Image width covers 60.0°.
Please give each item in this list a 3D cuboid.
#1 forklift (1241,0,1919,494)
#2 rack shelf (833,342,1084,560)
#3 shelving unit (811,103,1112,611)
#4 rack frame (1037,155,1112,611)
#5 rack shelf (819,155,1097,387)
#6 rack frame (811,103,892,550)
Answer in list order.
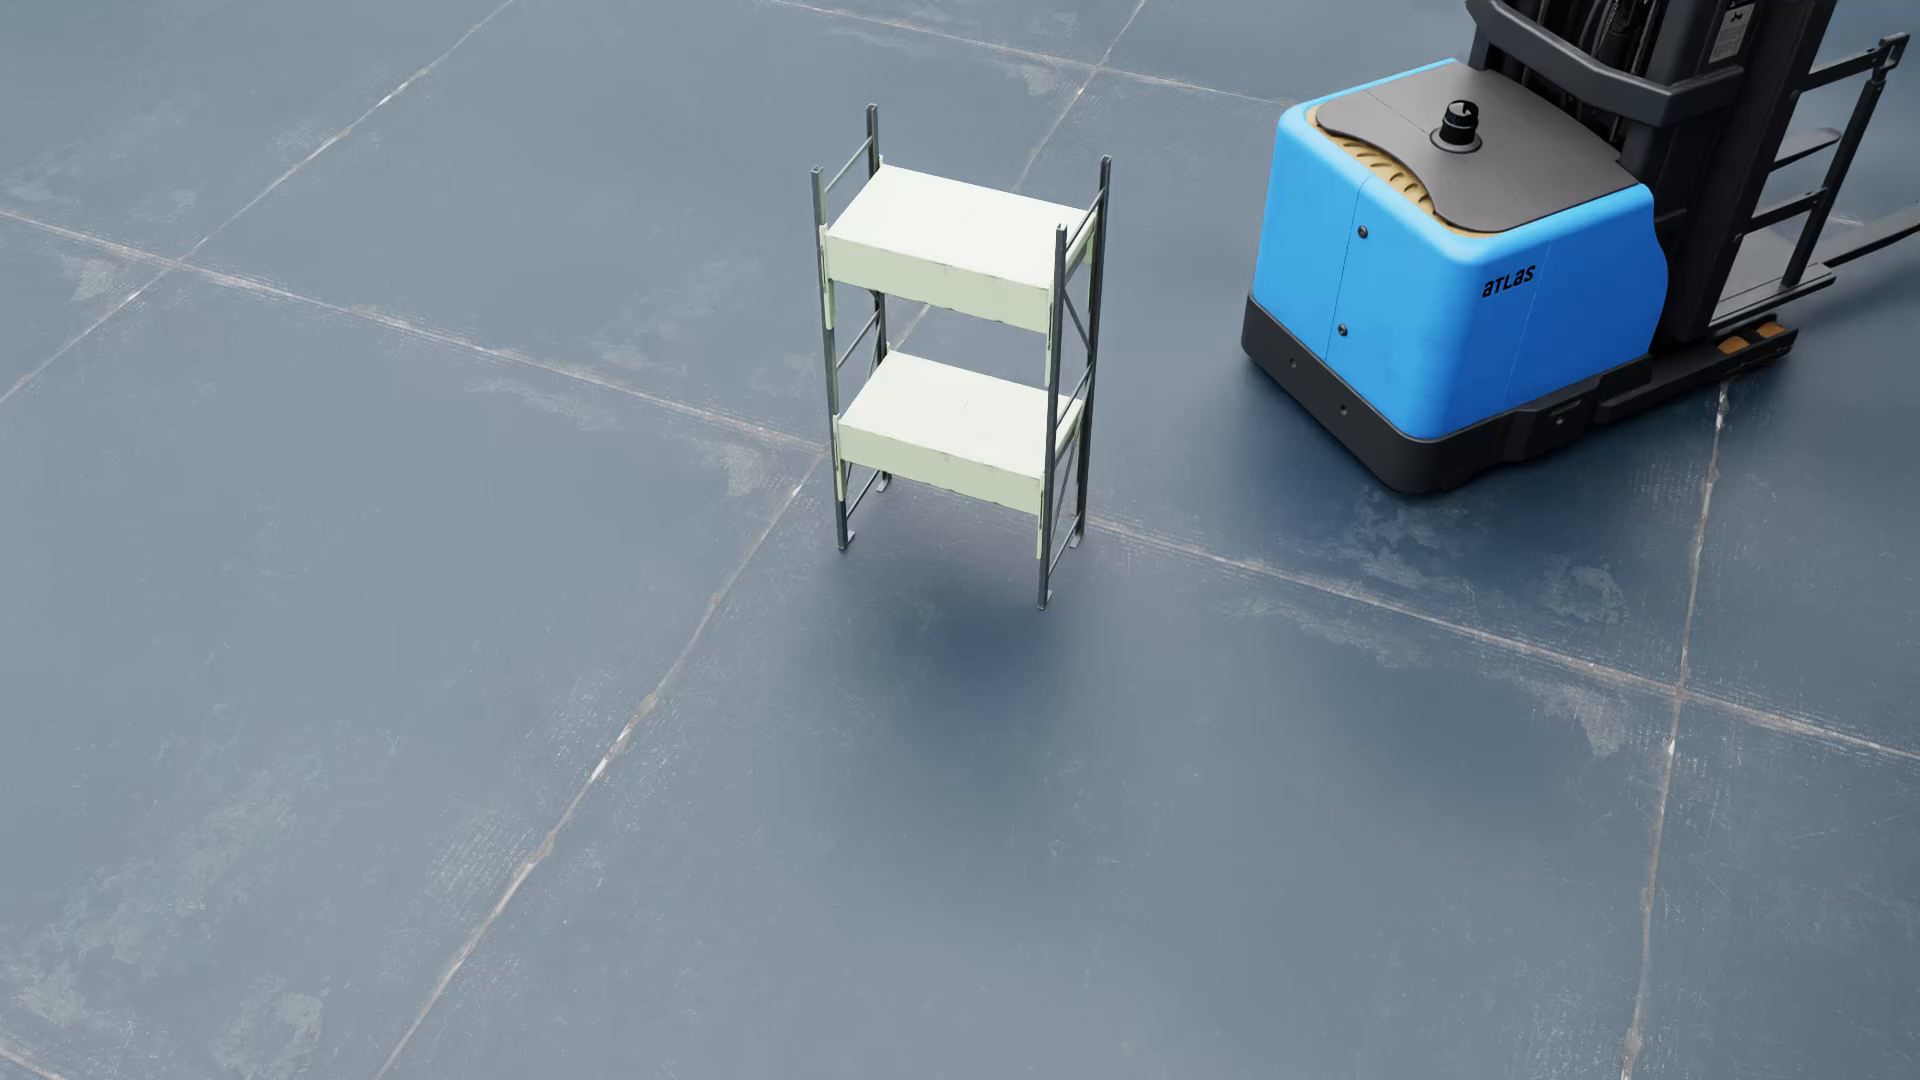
[{"bbox_3d":[2.626,-1.957,5.639,3.031,2.935,1.130,-21,49,-20],"label":"forklift"},{"bbox_3d":[0.006,-0.299,5.449,0.720,0.370,0.431,16,47,16],"label":"rack shelf"},{"bbox_3d":[0.006,-0.530,5.219,0.755,1.500,0.431,16,47,16],"label":"shelving unit"},{"bbox_3d":[0.344,-0.430,5.119,0.023,1.500,0.400,16,47,16],"label":"rack frame"},{"bbox_3d":[0.006,-0.807,4.944,0.720,0.370,0.431,16,47,16],"label":"rack shelf"},{"bbox_3d":[-0.332,-0.629,5.319,0.023,1.500,0.400,16,47,16],"label":"rack frame"}]
